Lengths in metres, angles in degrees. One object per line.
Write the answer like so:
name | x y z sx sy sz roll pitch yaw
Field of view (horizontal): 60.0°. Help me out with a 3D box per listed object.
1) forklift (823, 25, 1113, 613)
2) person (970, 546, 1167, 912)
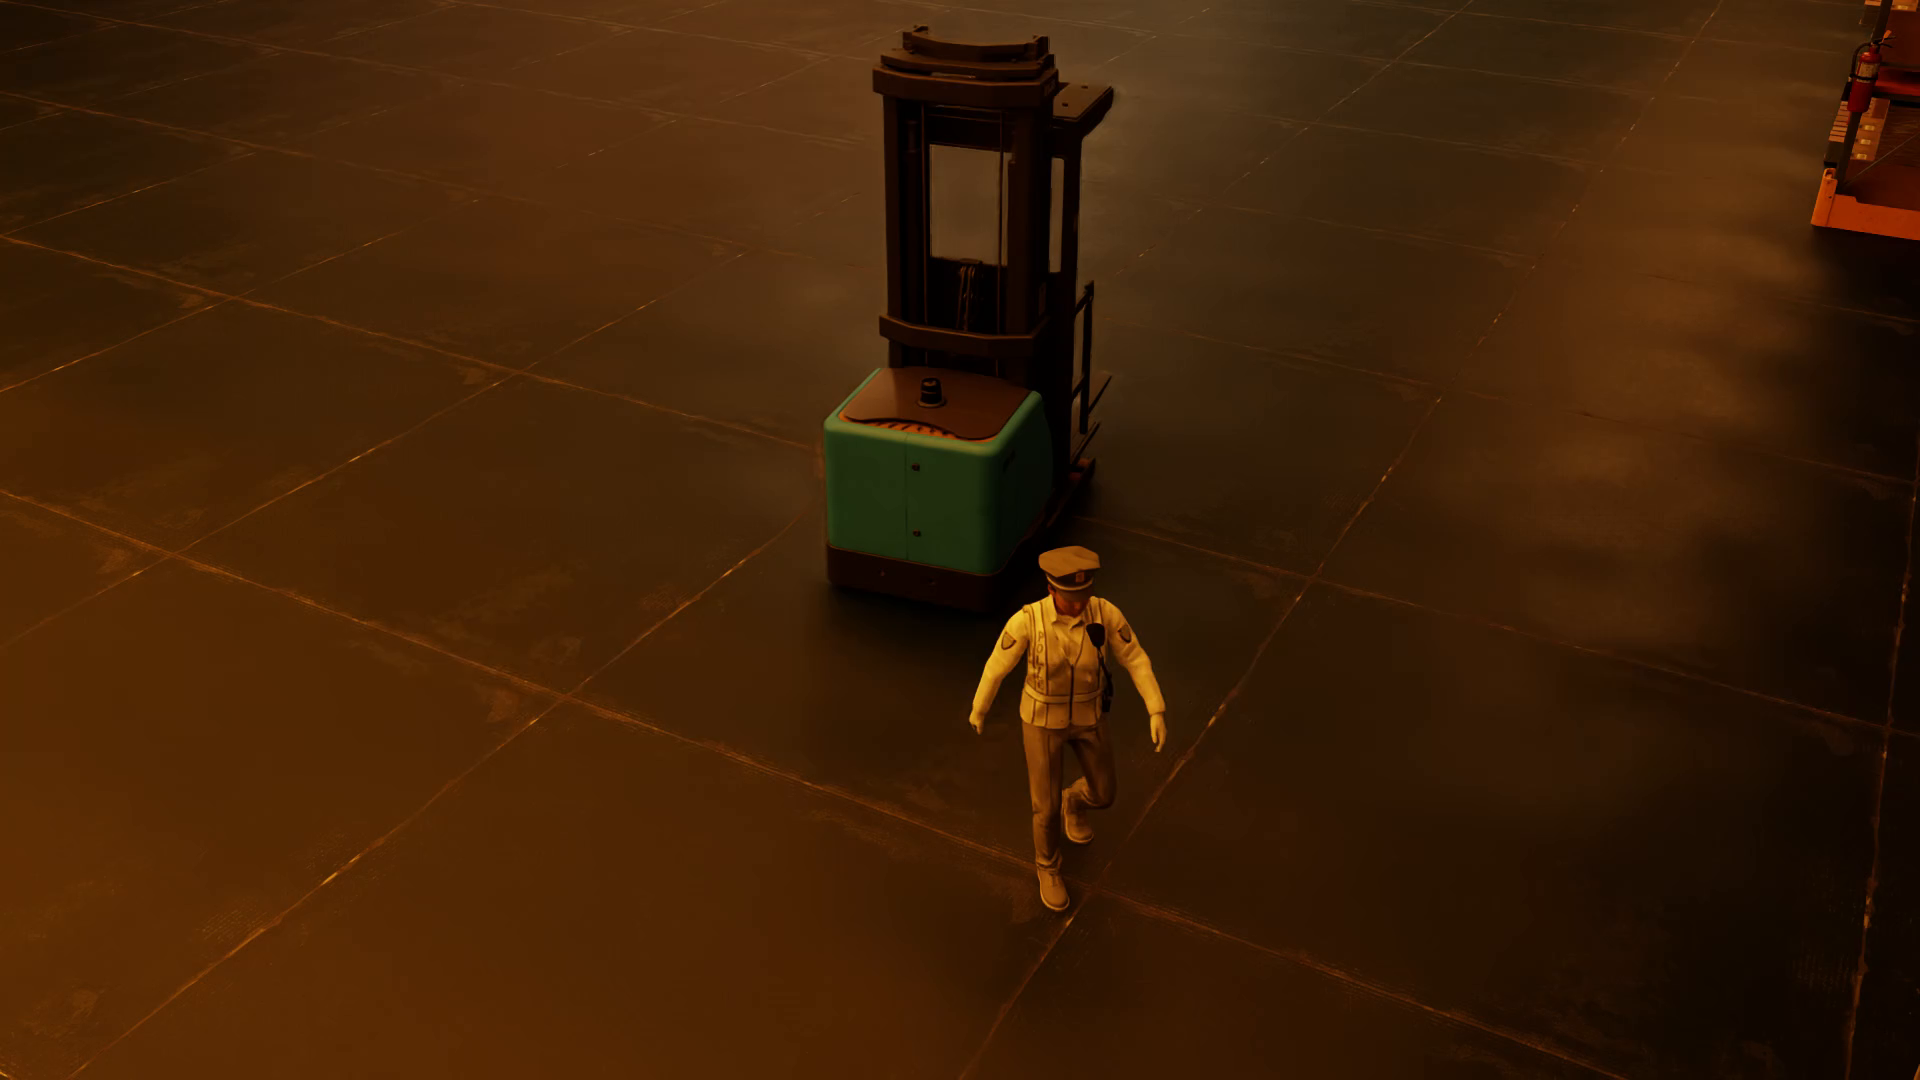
forklift | 0.221 -1.592 9.829 1.130 2.935 3.031 10 32 17
person | 0.441 0.767 7.033 0.753 1.652 0.594 -6 31 -11
